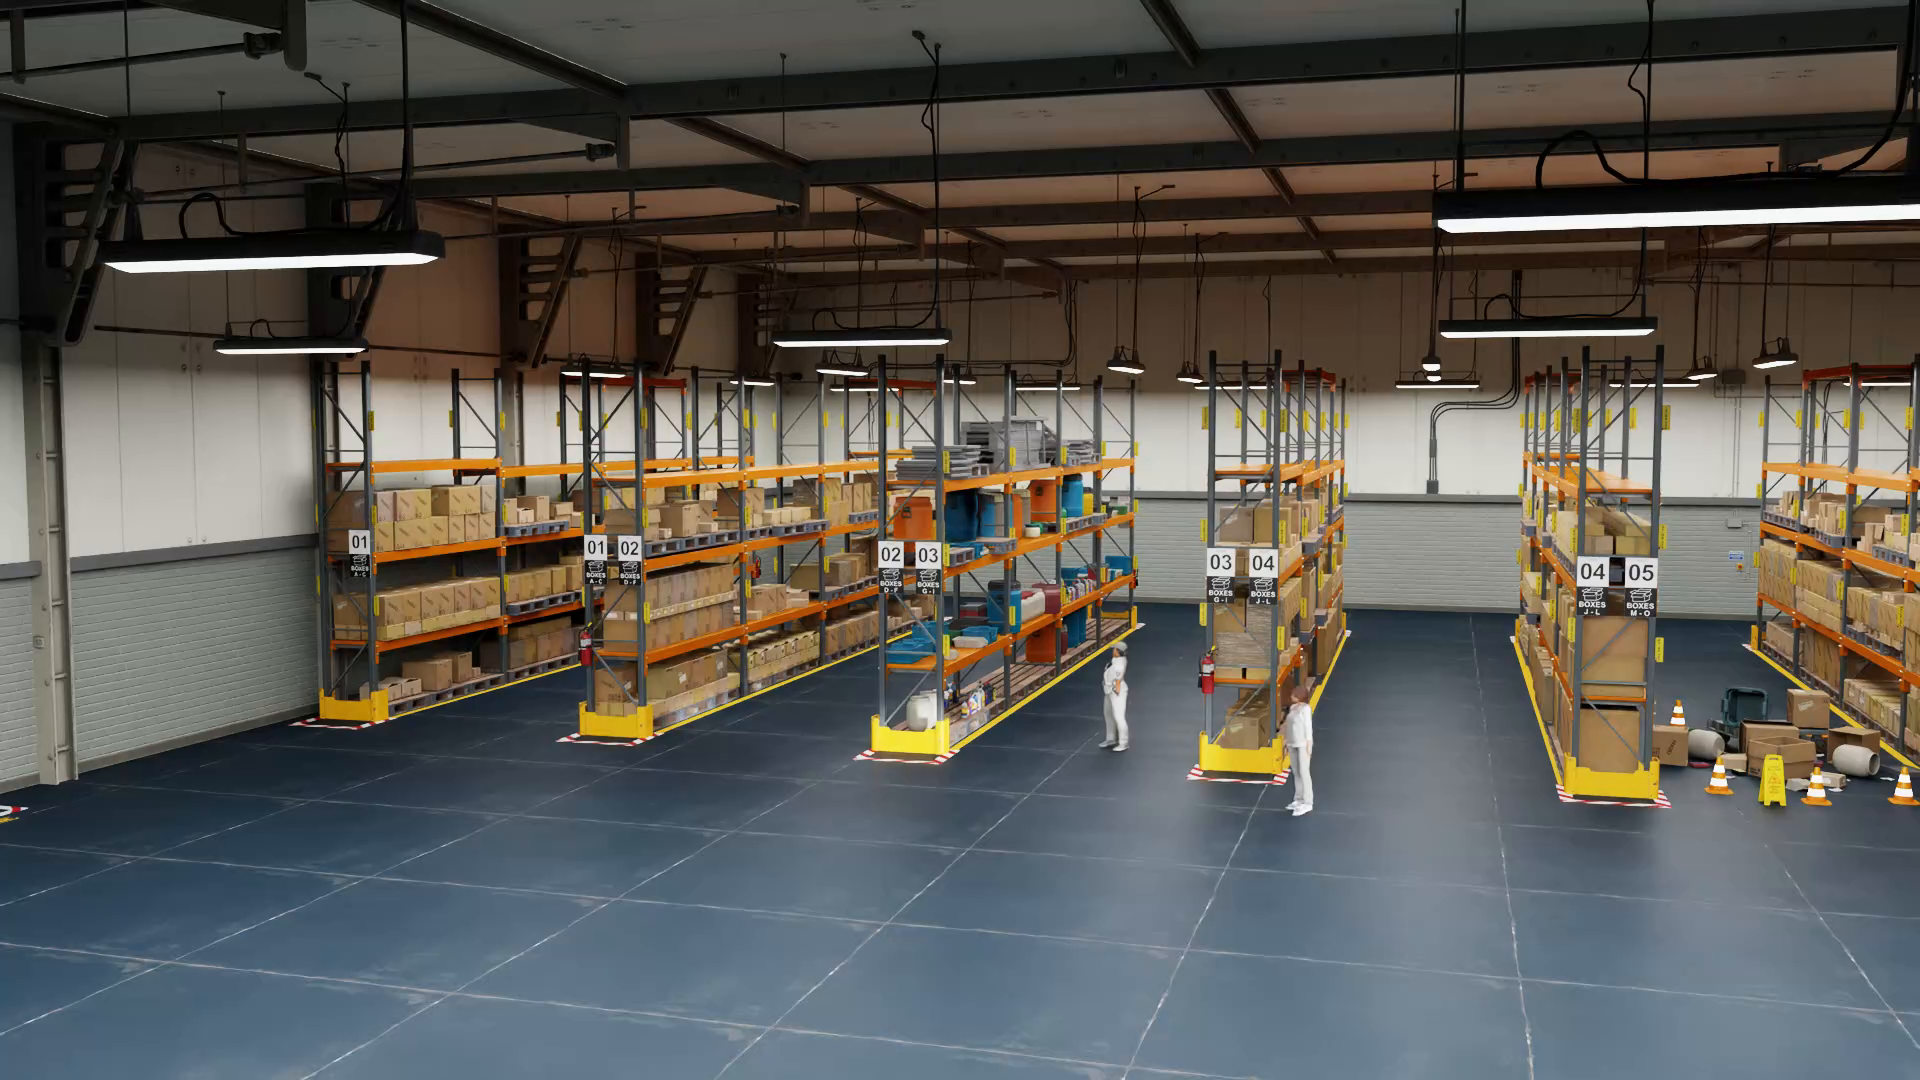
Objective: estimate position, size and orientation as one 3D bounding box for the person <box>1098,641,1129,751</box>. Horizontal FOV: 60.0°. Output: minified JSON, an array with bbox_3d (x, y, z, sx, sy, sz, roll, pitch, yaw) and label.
[{"bbox_3d":[2.340,2.362,25.366,0.431,1.675,0.675,-1,4,-7],"label":"person"}]

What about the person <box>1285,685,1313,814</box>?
[{"bbox_3d":[4.342,2.693,21.367,0.380,1.578,0.493,-2,5,-25],"label":"person"}]
